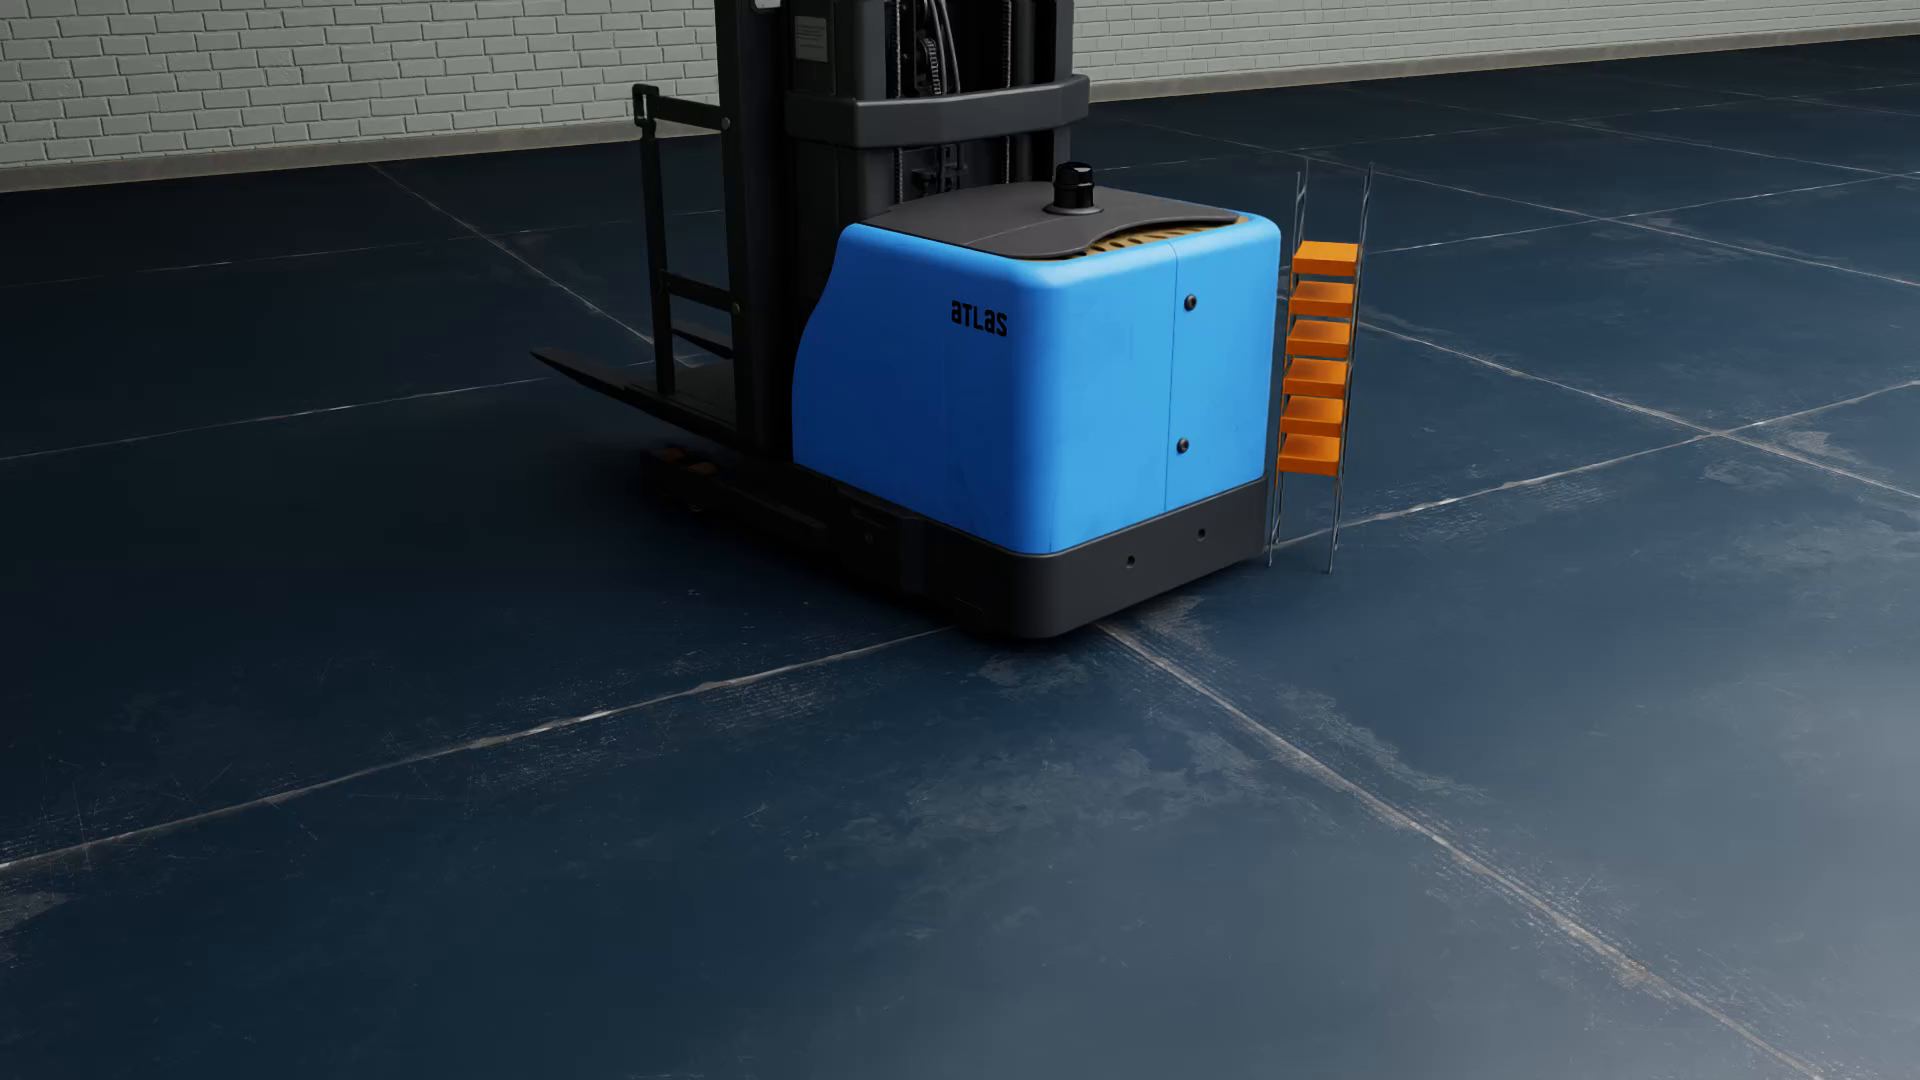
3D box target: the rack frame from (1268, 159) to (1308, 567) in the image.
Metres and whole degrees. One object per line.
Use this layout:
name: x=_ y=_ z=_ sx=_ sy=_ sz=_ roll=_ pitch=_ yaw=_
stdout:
rack frame: x=0.982 y=-0.515 z=4.985 sx=0.006 sy=1.200 sz=0.240 roll=6 pitch=23 yaw=16

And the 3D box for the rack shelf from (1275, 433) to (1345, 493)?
rack shelf: x=1.070 y=-0.242 z=5.068 sx=0.180 sy=0.103 sz=0.258 roll=6 pitch=23 yaw=16

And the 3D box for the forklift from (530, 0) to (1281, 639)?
forklift: x=-0.434 y=-1.563 z=5.265 sx=1.130 sy=2.935 sz=3.031 roll=-19 pitch=29 yaw=-39

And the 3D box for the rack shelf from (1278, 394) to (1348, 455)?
rack shelf: x=1.069 y=-0.353 z=5.022 sx=0.180 sy=0.103 sz=0.258 roll=6 pitch=23 yaw=16

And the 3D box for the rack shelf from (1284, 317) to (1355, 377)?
rack shelf: x=1.069 y=-0.575 z=4.932 sx=0.180 sy=0.103 sz=0.258 roll=6 pitch=23 yaw=16

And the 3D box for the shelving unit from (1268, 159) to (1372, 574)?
shelving unit: x=1.069 y=-0.505 z=4.961 sx=0.189 sy=1.200 sz=0.258 roll=6 pitch=23 yaw=16

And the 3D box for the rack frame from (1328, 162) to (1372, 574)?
rack frame: x=1.157 y=-0.495 z=4.936 sx=0.006 sy=1.200 sz=0.240 roll=6 pitch=23 yaw=16

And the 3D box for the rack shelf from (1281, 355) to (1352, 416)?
rack shelf: x=1.069 y=-0.464 z=4.977 sx=0.180 sy=0.103 sz=0.258 roll=6 pitch=23 yaw=16

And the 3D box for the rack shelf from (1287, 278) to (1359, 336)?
rack shelf: x=1.069 y=-0.686 z=4.887 sx=0.180 sy=0.103 sz=0.258 roll=6 pitch=23 yaw=16

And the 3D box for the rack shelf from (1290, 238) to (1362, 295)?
rack shelf: x=1.069 y=-0.798 z=4.842 sx=0.180 sy=0.103 sz=0.258 roll=6 pitch=23 yaw=16
